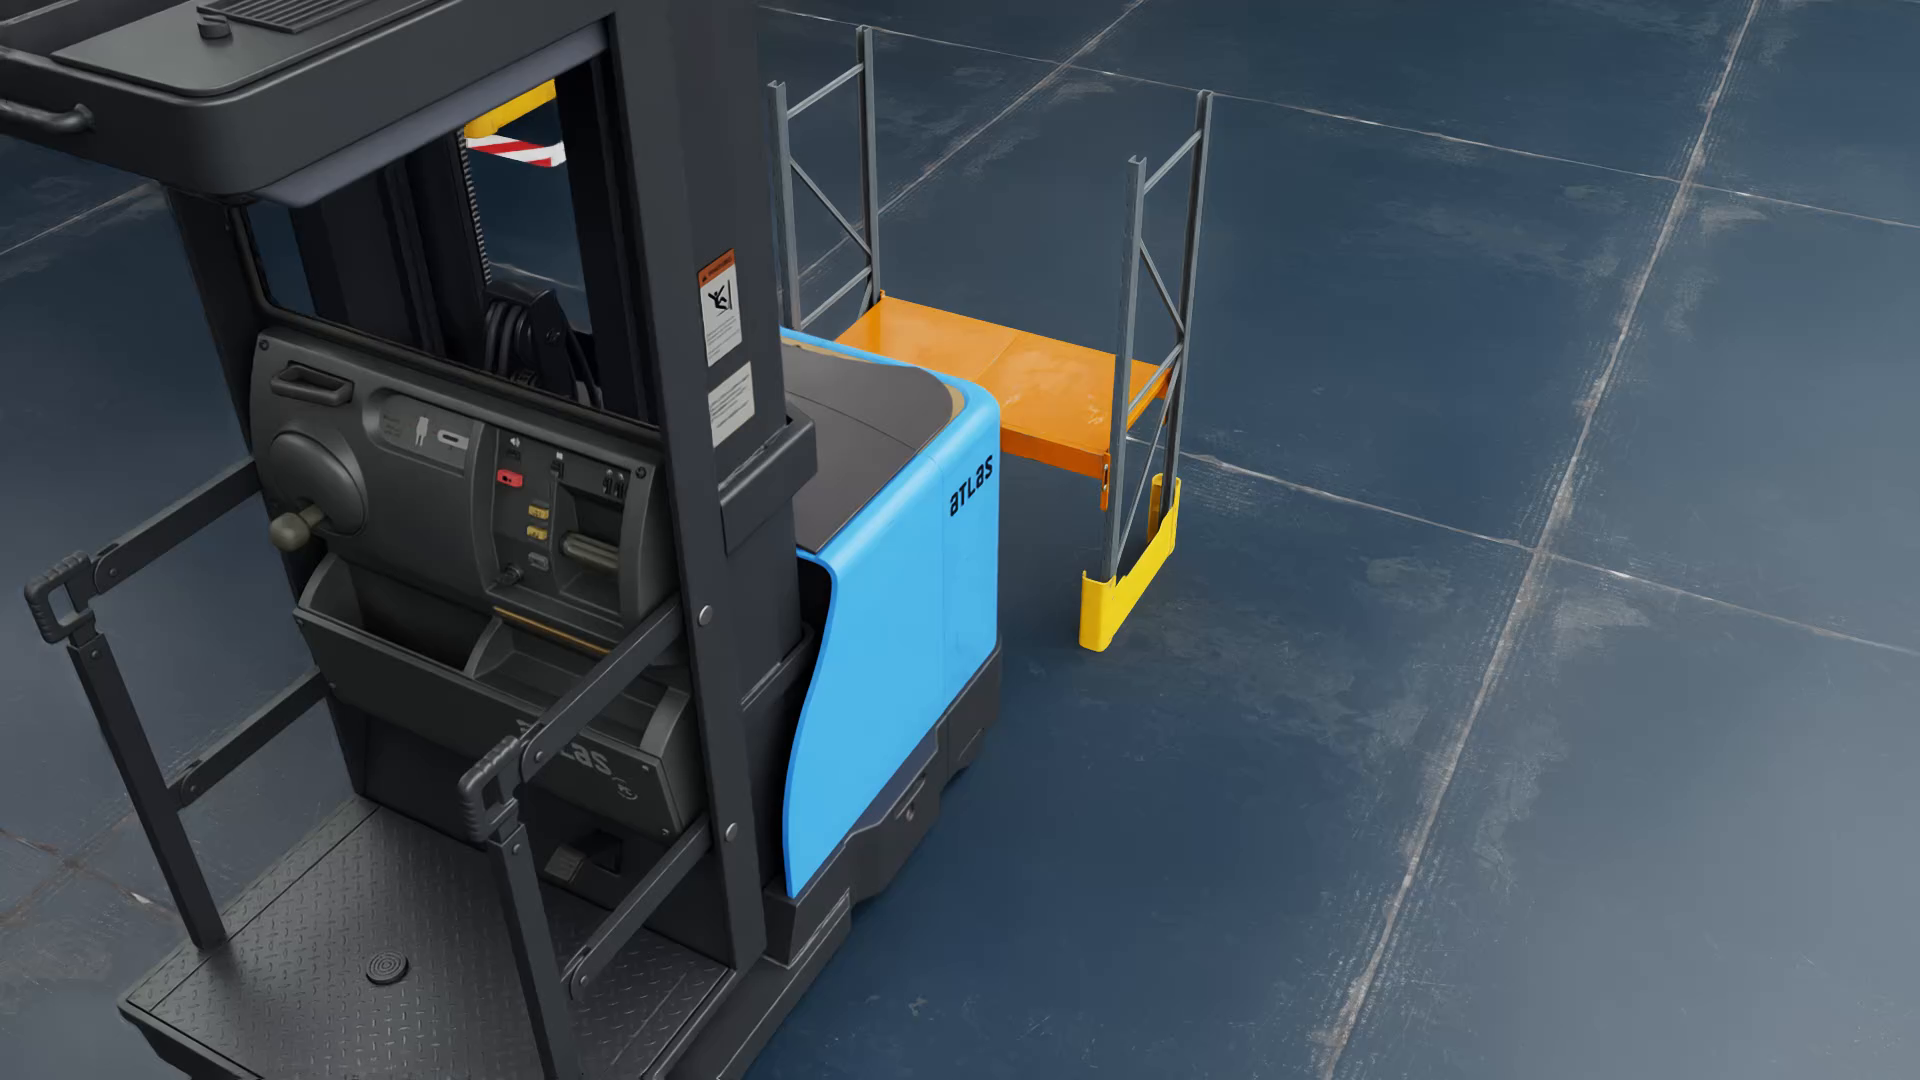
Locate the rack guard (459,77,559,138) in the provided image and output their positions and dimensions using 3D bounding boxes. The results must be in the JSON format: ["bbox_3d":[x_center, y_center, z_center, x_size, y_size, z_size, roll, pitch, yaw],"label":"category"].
[{"bbox_3d":[-2.099,-2.407,8.008,0.348,0.500,1.175,17,41,21],"label":"rack guard"}]

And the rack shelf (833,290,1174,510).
[{"bbox_3d":[0.076,-0.430,4.874,1.000,0.185,0.538,17,41,21],"label":"rack shelf"}]

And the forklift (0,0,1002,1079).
[{"bbox_3d":[-1.035,-0.030,2.865,1.130,2.935,3.031,18,41,22],"label":"forklift"}]

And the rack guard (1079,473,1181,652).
[{"bbox_3d":[0.510,0.060,4.964,0.087,0.250,0.587,17,41,21],"label":"rack guard"}]

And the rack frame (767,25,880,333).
[{"bbox_3d":[-0.376,-0.715,4.951,0.032,1.500,0.500,17,41,21],"label":"rack frame"}]

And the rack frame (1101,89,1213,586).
[{"bbox_3d":[0.527,-0.432,4.579,0.032,1.500,0.500,17,41,21],"label":"rack frame"}]

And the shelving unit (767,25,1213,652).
[{"bbox_3d":[0.068,-0.576,4.769,1.083,1.500,0.587,17,41,21],"label":"shelving unit"}]
